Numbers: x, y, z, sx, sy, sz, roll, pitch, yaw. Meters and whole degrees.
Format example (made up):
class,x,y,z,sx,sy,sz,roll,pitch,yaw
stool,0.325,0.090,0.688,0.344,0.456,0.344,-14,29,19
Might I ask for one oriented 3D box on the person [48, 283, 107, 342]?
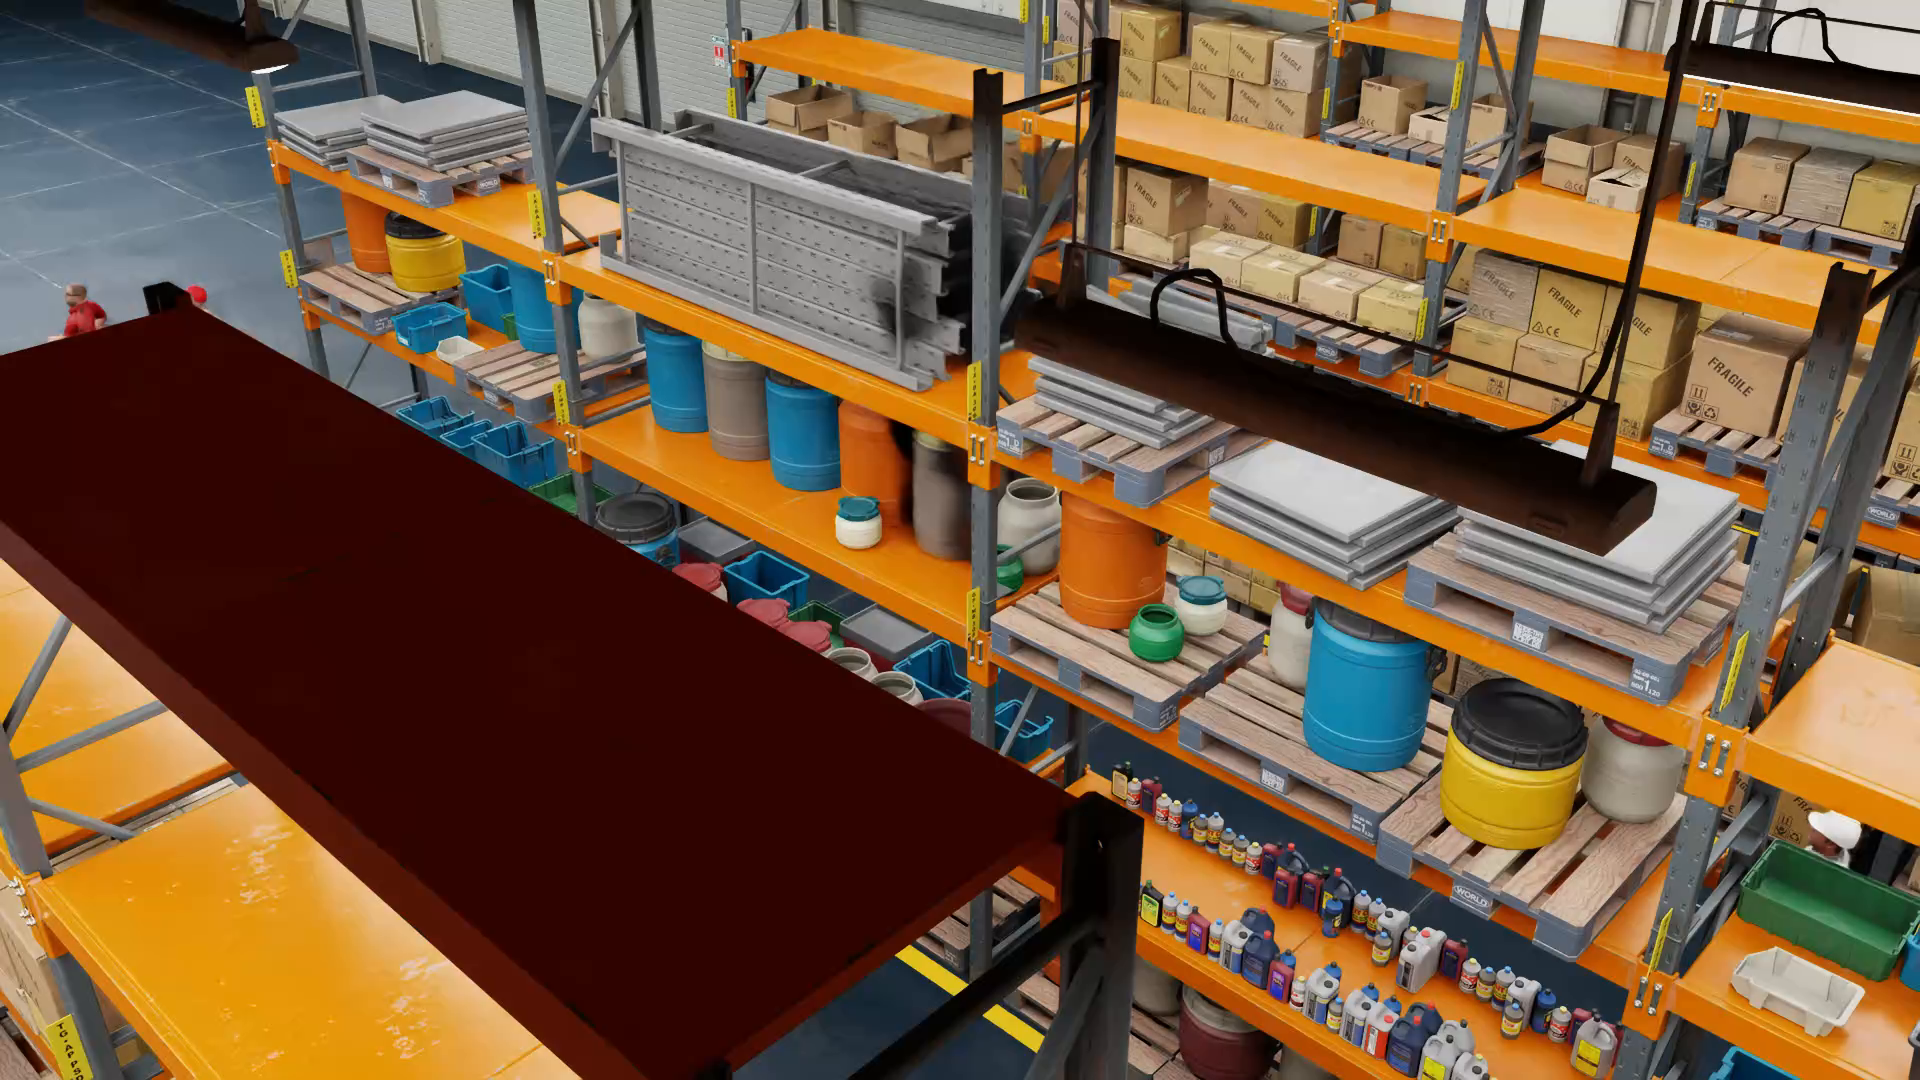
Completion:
class,x,y,z,sx,sy,sz,roll,pitch,yaw
person,-9.379,-1.964,17.963,0.933,1.700,0.672,-14,32,-24

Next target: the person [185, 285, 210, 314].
class,x,y,z,sx,sy,sz,roll,pitch,yaw
person,-8.045,-1.897,17.833,0.761,1.745,0.663,-14,32,-23

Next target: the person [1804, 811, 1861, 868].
class,x,y,z,sx,sy,sz,roll,pitch,yaw
person,5.191,2.388,10.210,0.922,1.777,0.661,17,34,27
